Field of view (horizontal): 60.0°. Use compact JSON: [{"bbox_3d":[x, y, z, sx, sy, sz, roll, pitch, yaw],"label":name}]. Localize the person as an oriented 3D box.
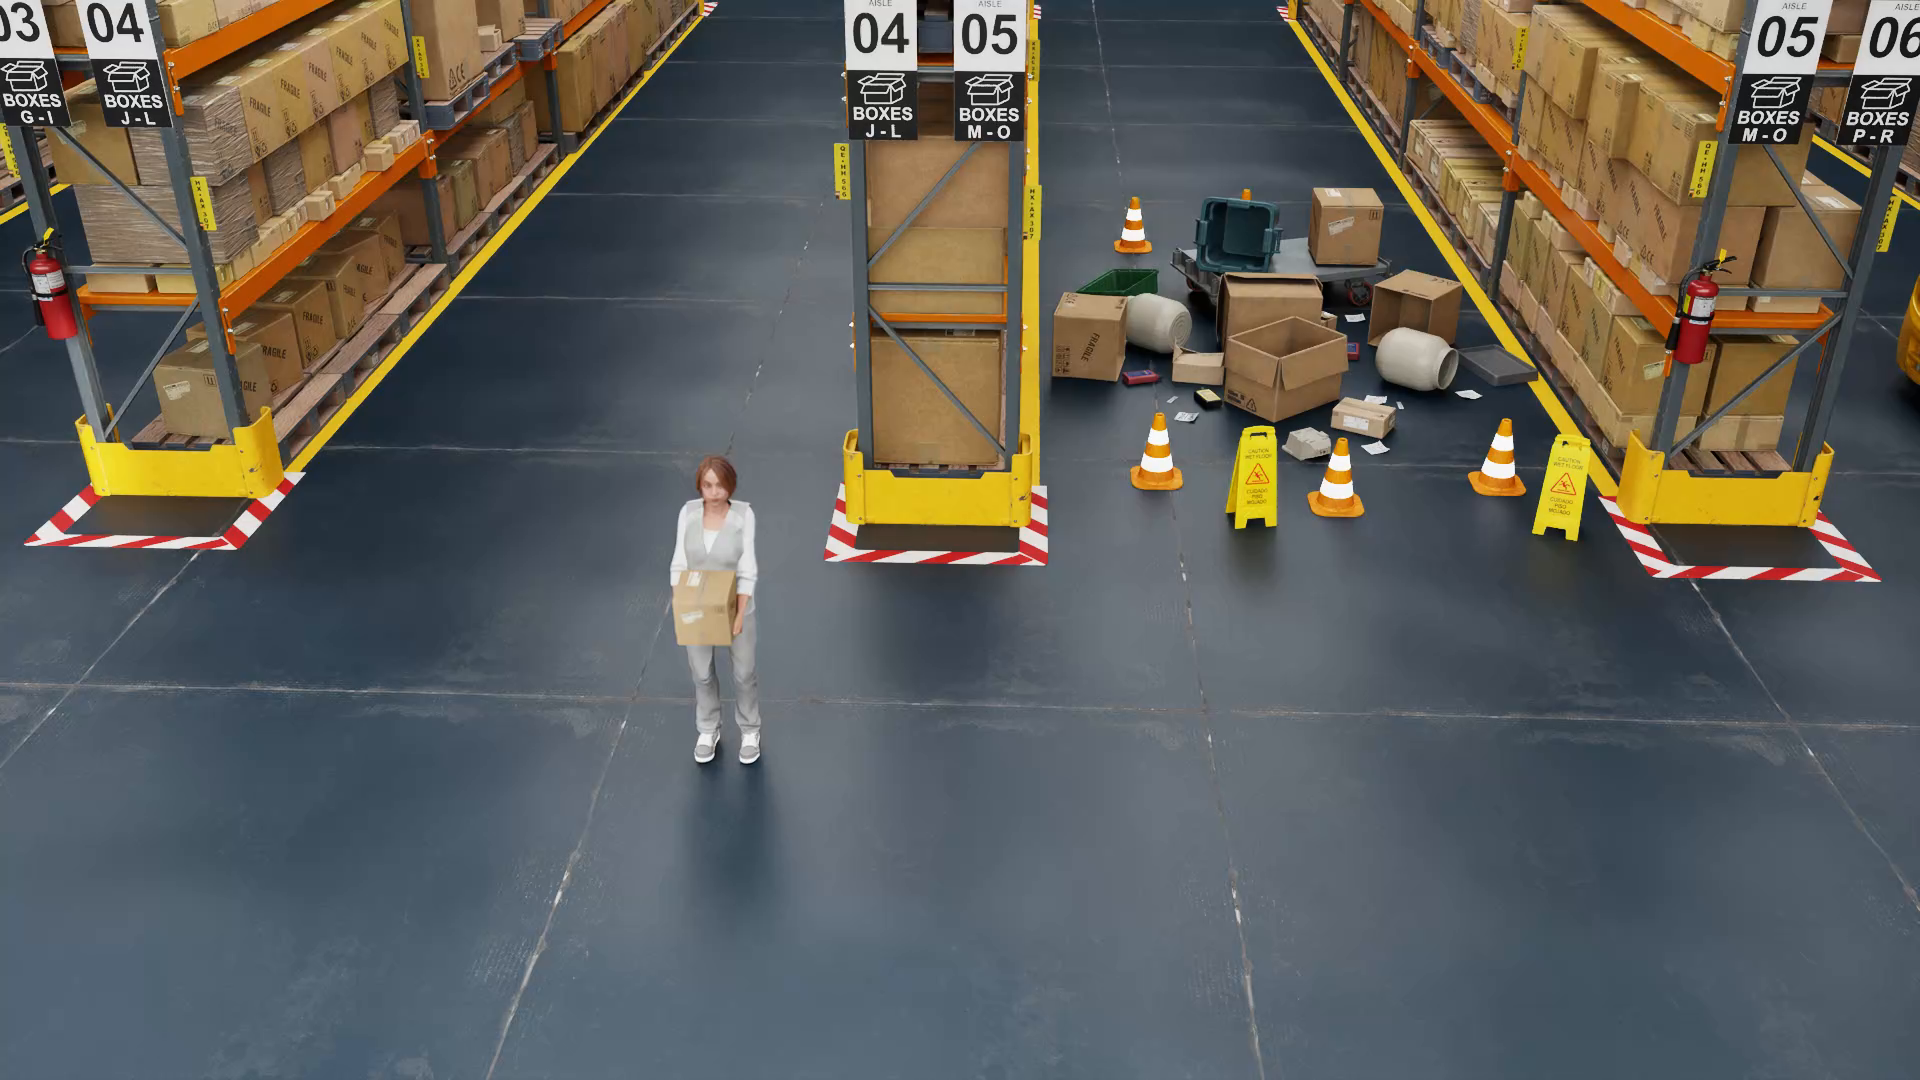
[{"bbox_3d":[-1.157,0.383,7.930,0.406,1.588,0.500,1,28,2],"label":"person"}]
